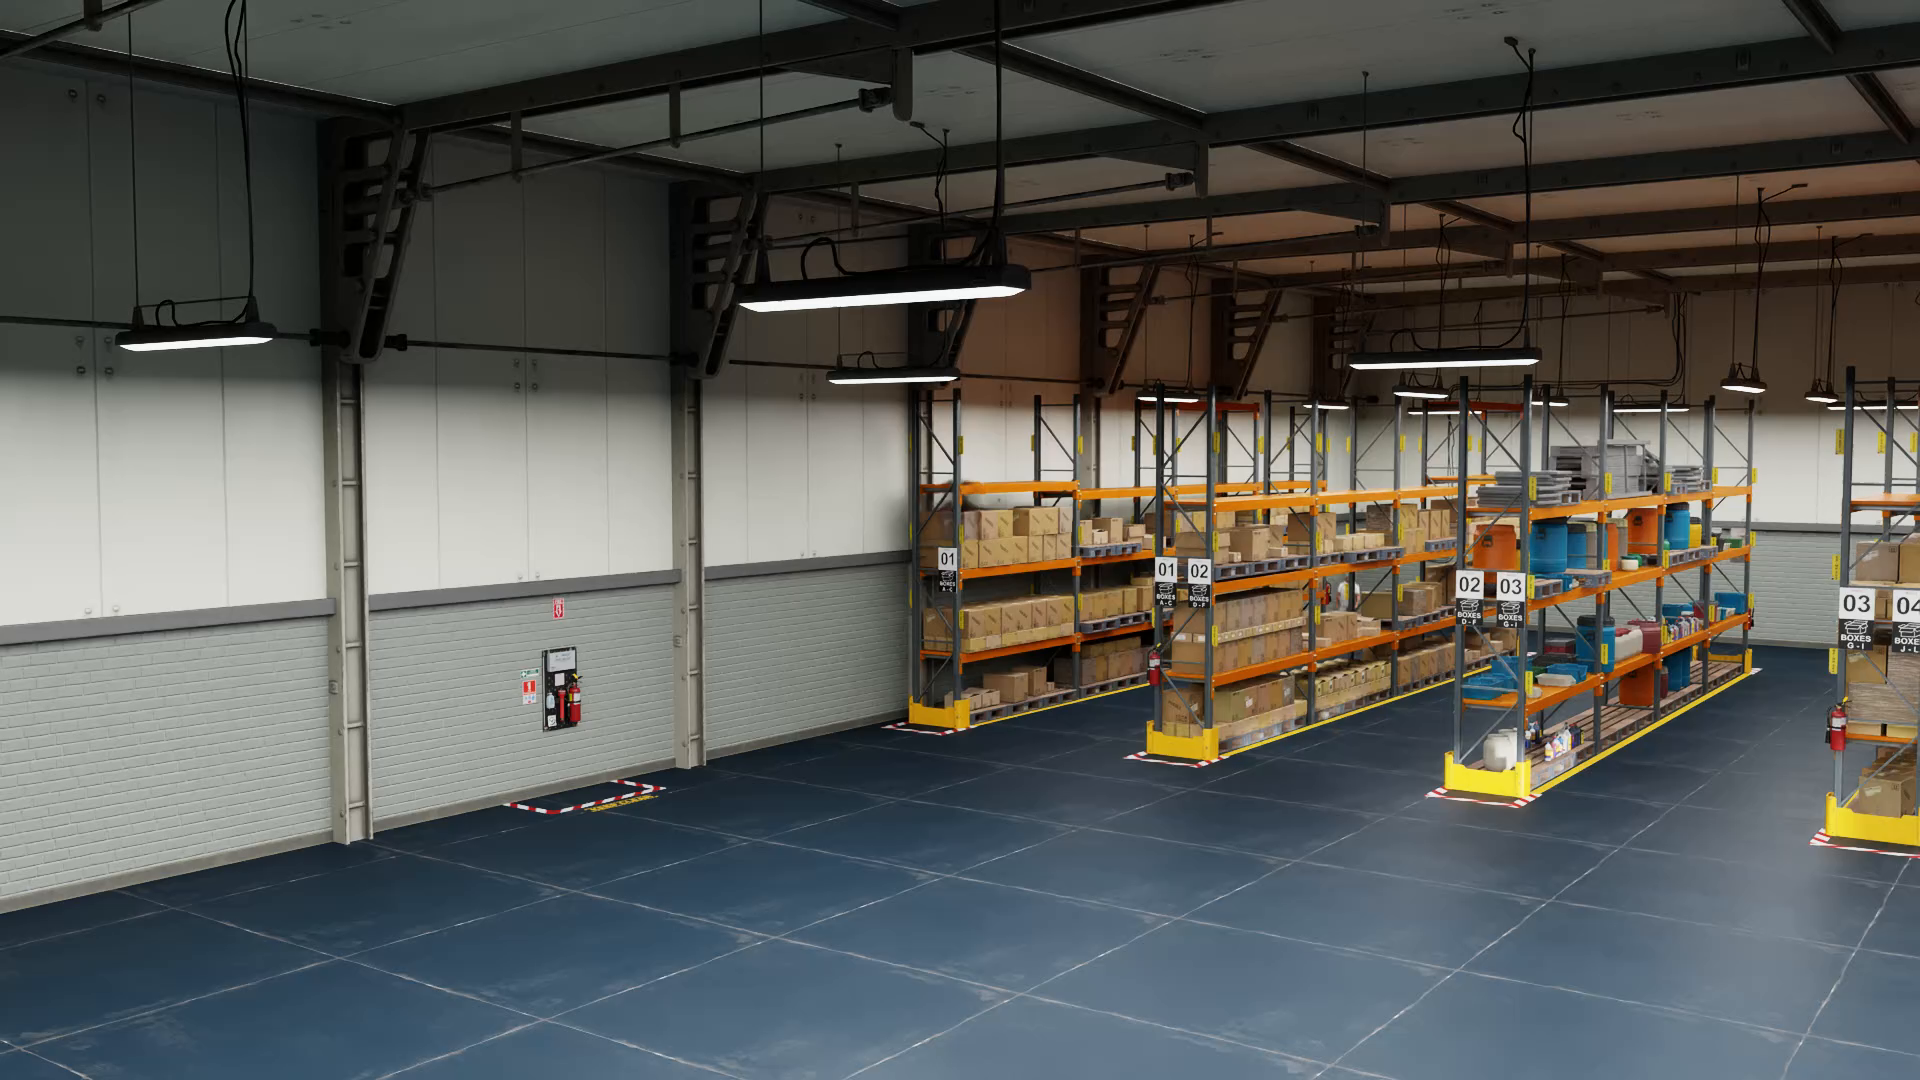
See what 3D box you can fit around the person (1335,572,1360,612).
[{"bbox_3d":[10.080,1.687,43.090,0.723,1.735,0.871,0,3,7],"label":"person"}]
